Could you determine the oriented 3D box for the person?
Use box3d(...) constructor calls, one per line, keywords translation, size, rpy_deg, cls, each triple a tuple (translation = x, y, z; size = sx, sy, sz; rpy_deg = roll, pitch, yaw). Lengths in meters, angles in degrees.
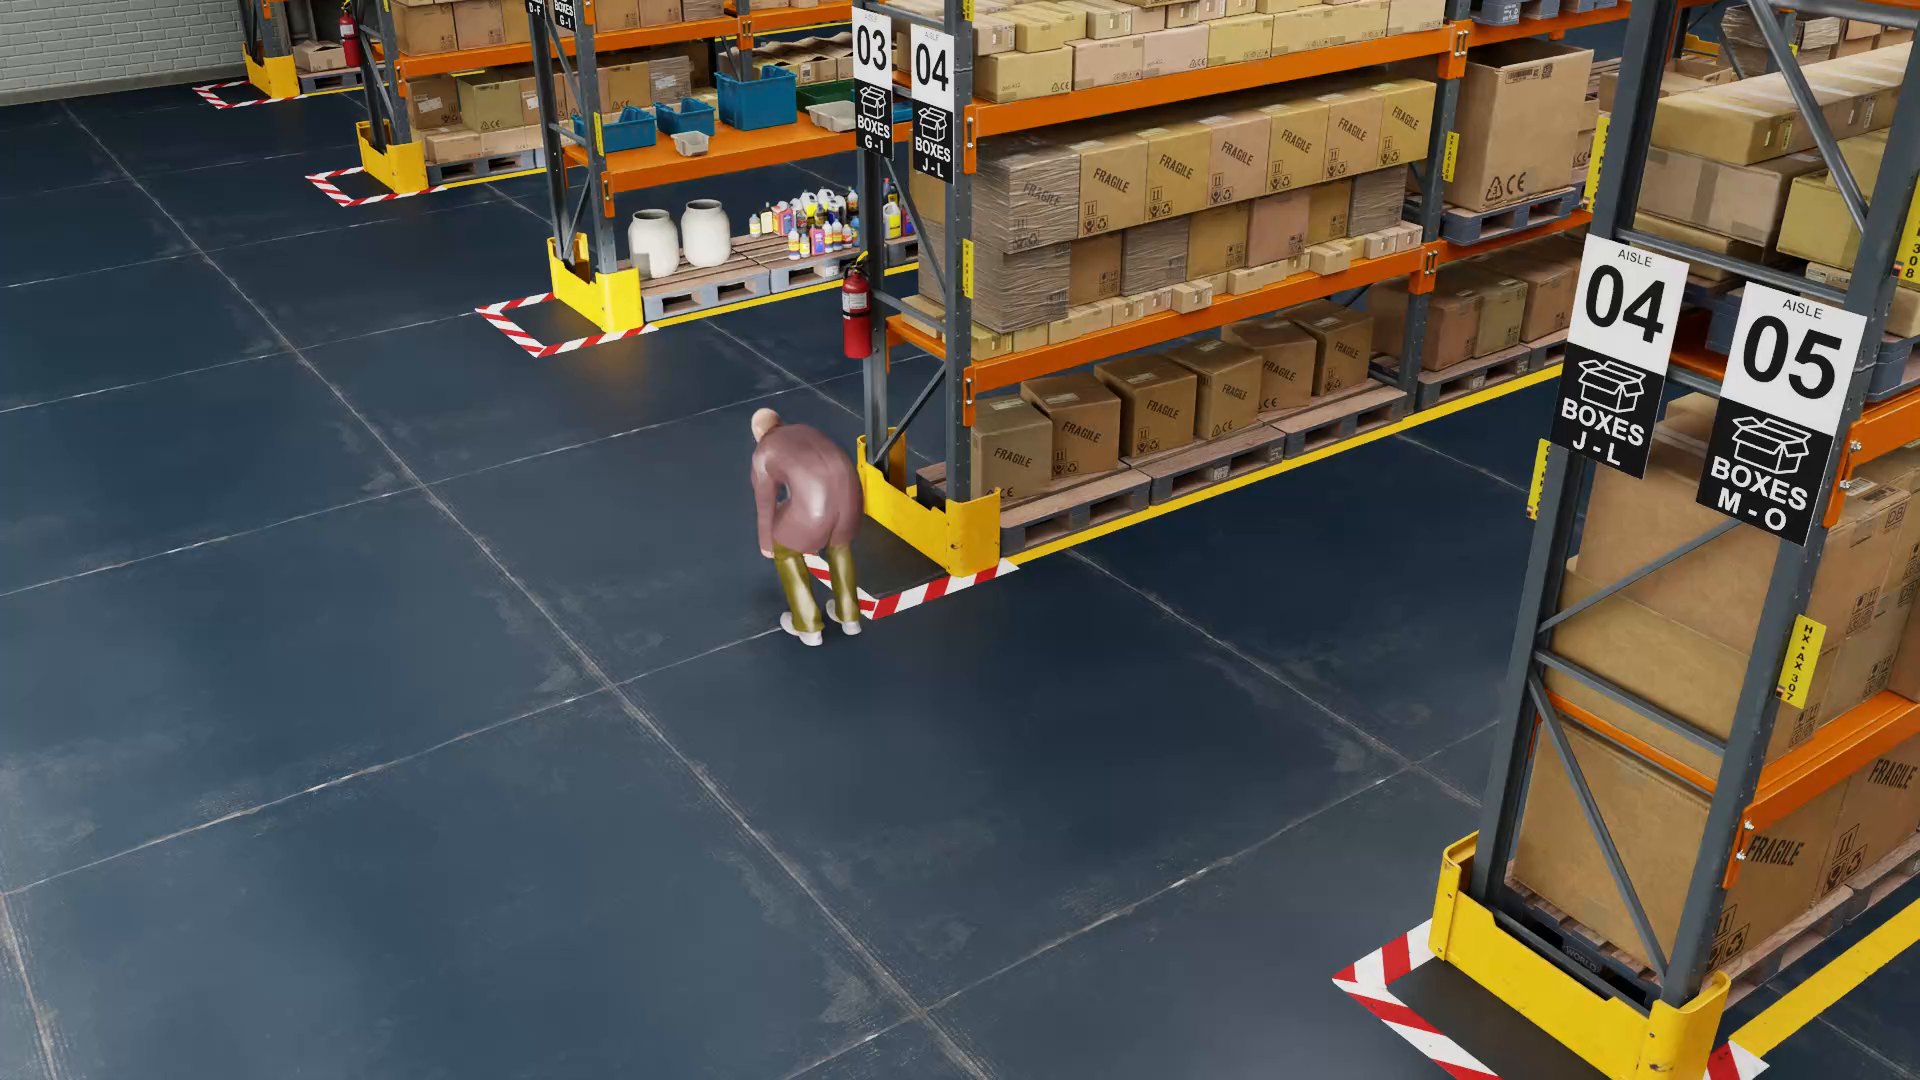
box3d(translation=(-0.827, -0.302, 9.210), size=(0.527, 1.776, 0.576), rpy_deg=(-16, 32, -27), cls="person")
